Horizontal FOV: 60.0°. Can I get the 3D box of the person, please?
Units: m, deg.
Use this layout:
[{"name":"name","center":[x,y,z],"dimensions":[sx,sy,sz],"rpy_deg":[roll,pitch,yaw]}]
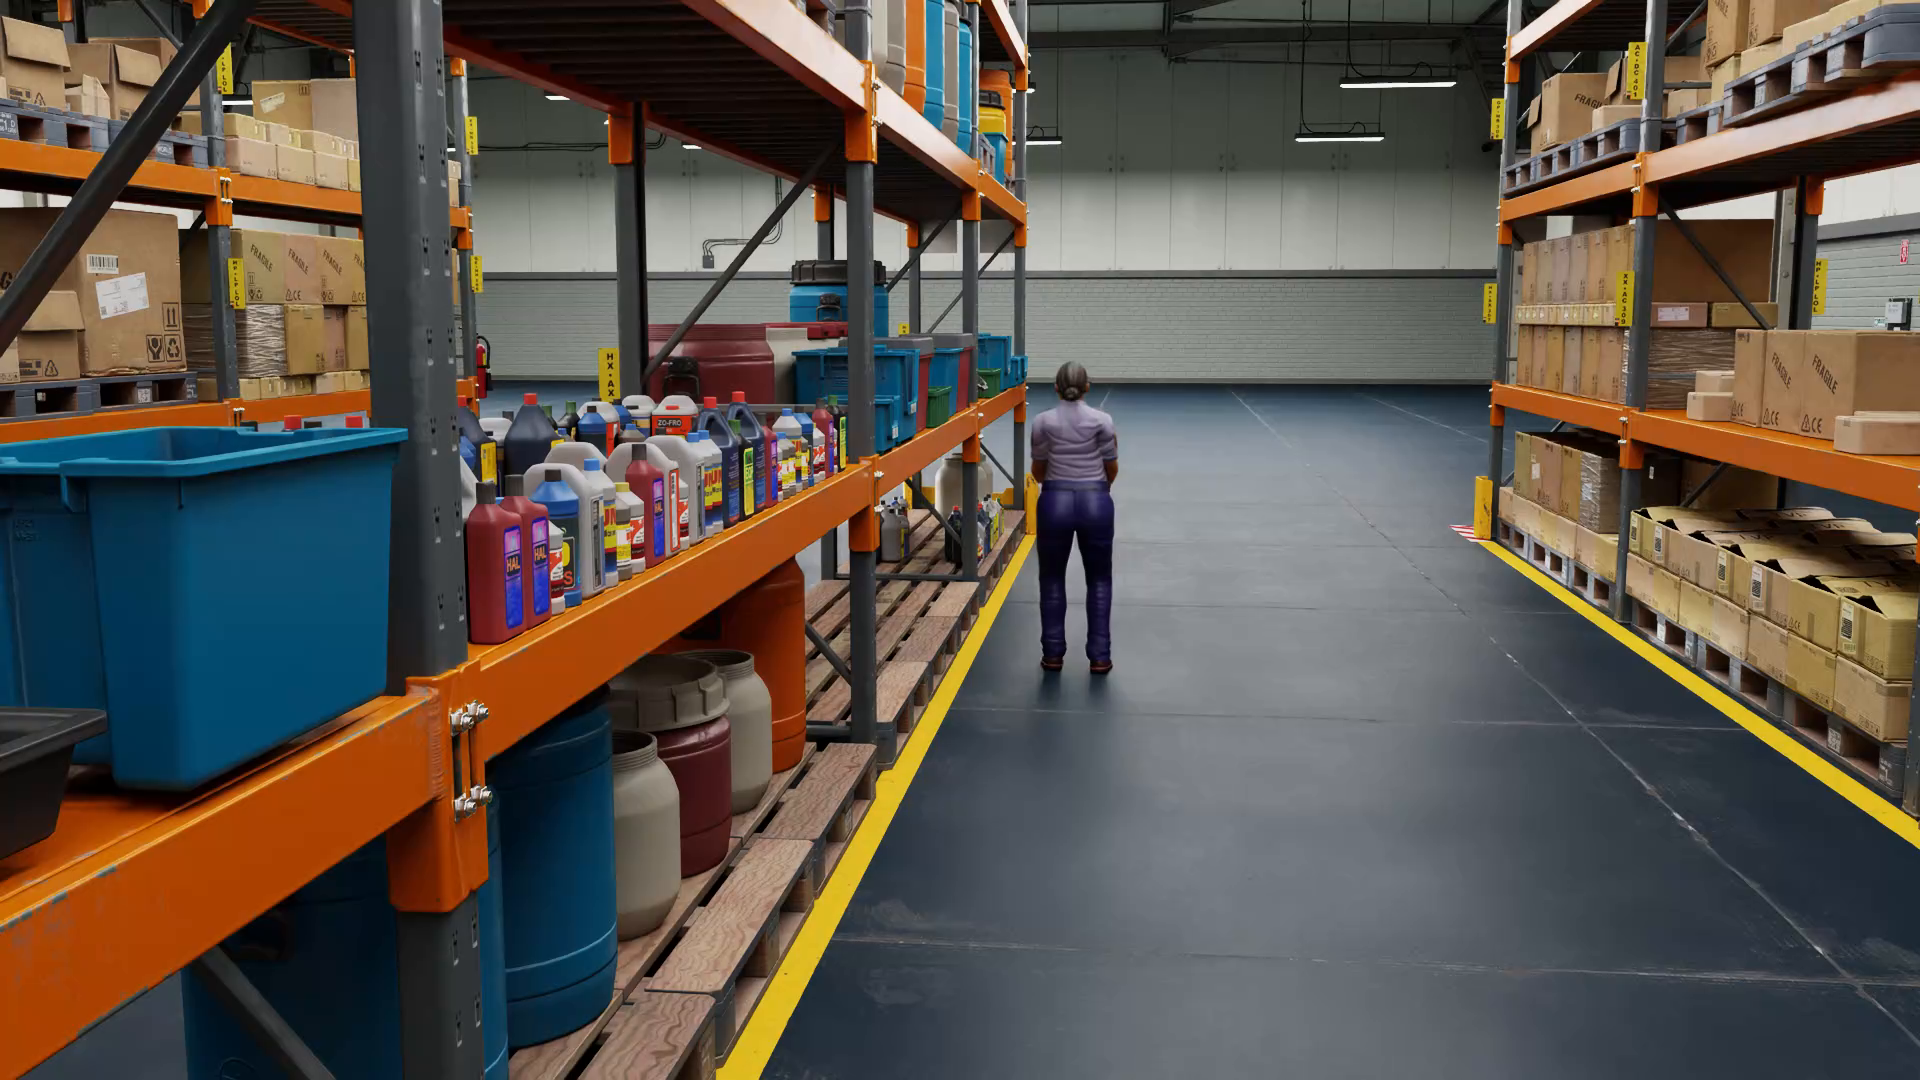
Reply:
[{"name":"person","center":[0.608,-0.125,8.845],"dimensions":[0.460,1.628,0.517],"rpy_deg":[1,8,6]}]
